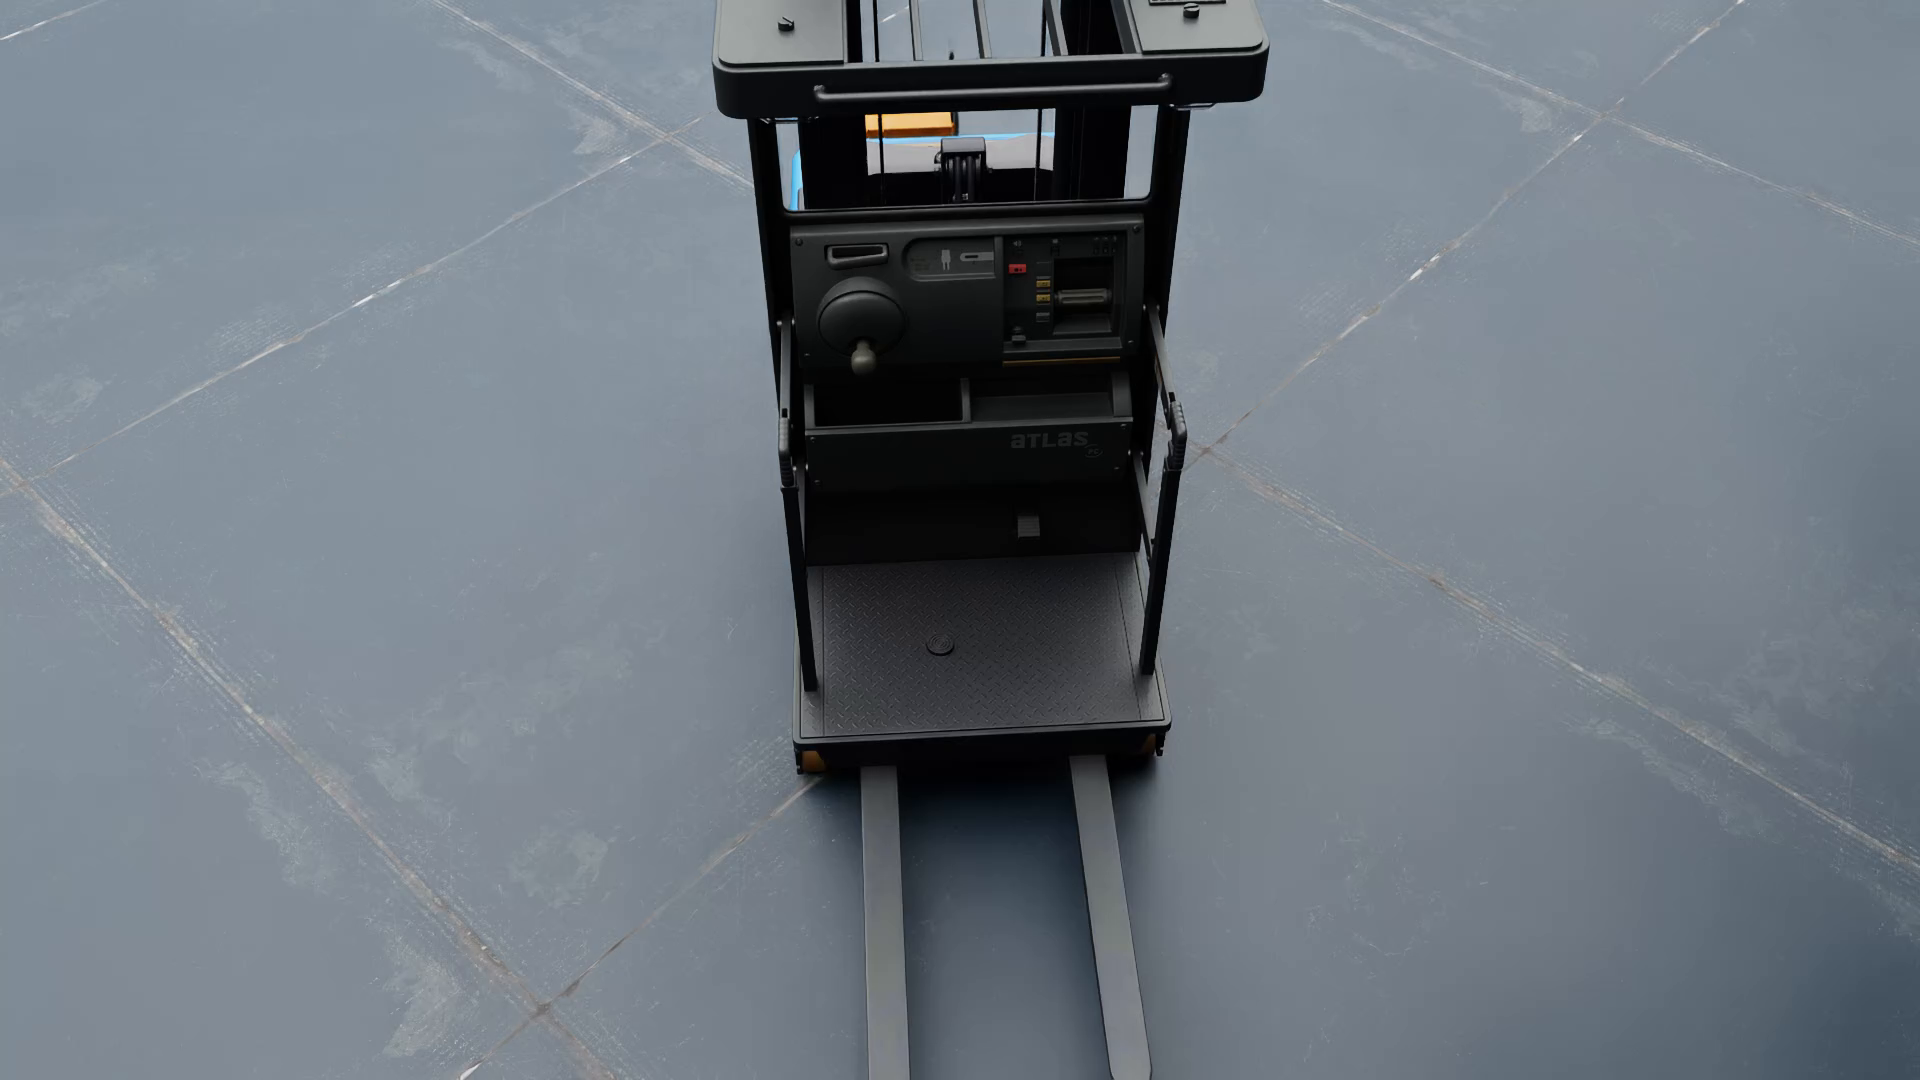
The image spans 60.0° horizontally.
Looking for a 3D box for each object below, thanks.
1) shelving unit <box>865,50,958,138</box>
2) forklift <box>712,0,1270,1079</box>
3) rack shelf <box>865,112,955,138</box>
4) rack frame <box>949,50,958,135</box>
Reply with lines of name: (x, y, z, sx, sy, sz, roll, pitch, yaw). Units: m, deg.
shelving unit: (-0.265, -1.161, 6.017, 0.503, 1.200, 0.258, -3, 47, -3)
forklift: (0.038, -0.551, 4.256, 1.130, 2.935, 3.031, -3, 47, -2)
rack shelf: (-0.265, -1.430, 5.731, 0.480, 0.148, 0.258, -3, 47, -3)
rack frame: (-0.021, -1.174, 6.029, 0.015, 1.200, 0.240, -3, 47, -3)
